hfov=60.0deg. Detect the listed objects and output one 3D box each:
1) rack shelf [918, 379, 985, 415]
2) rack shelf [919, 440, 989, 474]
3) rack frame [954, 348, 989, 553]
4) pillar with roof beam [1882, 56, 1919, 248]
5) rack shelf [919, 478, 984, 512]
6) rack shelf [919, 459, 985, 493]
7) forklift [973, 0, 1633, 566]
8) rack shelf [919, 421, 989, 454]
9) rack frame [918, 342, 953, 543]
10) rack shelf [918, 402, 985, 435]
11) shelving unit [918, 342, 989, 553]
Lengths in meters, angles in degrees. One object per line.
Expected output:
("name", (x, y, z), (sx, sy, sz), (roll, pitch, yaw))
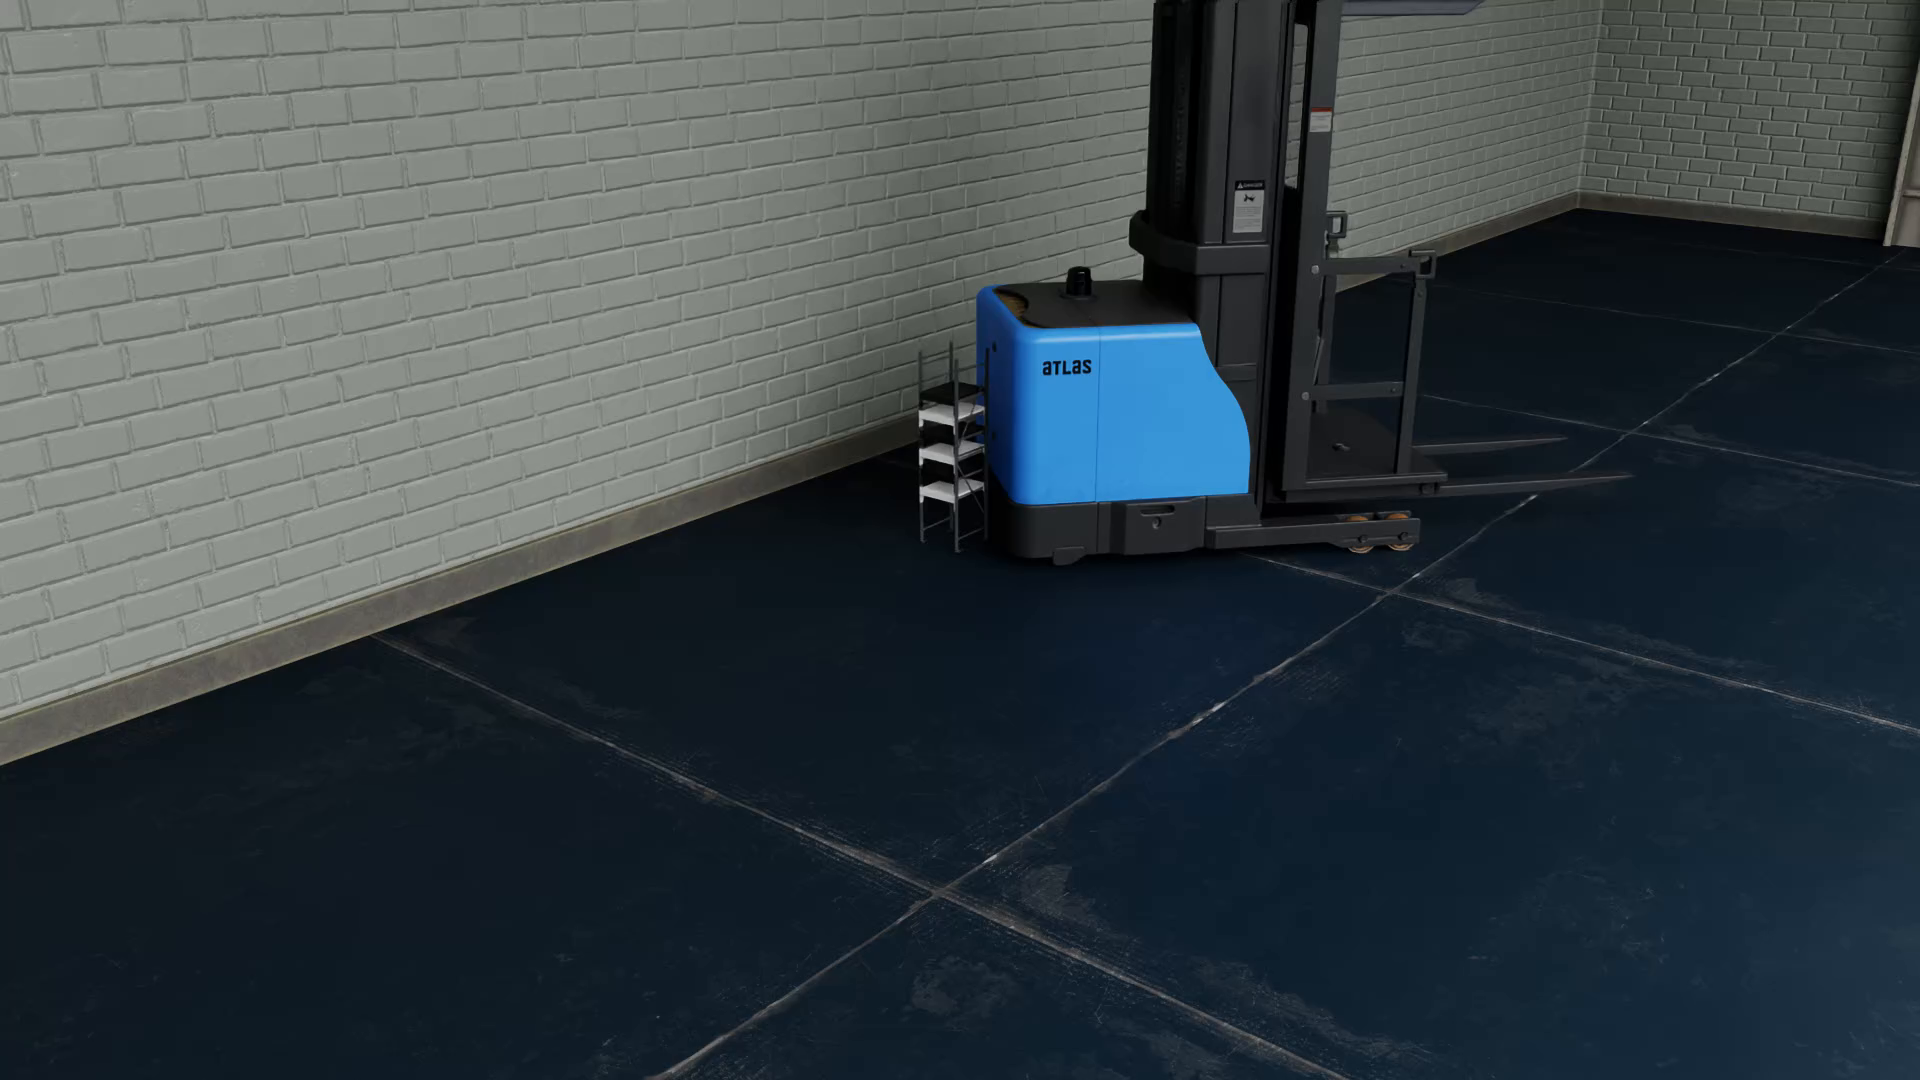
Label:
("rack shelf", (-0.028, -0.638, 7.414), (0.200, 0.077, 0.258), (15, 26, 35))
("rack shelf", (-0.028, -0.385, 7.509), (0.200, 0.077, 0.258), (15, 26, 35))
("rack frame", (0.052, -0.394, 7.439), (0.006, 0.900, 0.240), (15, 26, 35))
("pillar with roof beam", (5.552, -5.594, 9.750), (0.400, 9.000, 9.100), (16, 26, 36))
("rack shelf", (-0.028, -0.217, 7.573), (0.200, 0.077, 0.258), (15, 26, 35))
("rack shelf", (-0.028, -0.301, 7.541), (0.200, 0.077, 0.258), (15, 26, 35))
("forklift", (1.630, -1.491, 7.467), (3.031, 2.935, 1.130), (-3, 21, -9))
("rack shelf", (-0.028, -0.470, 7.477), (0.200, 0.077, 0.258), (15, 26, 35))
("rack frame", (-0.108, -0.439, 7.556), (0.006, 0.900, 0.240), (15, 26, 35))
("rack shelf", (-0.028, -0.554, 7.446), (0.200, 0.077, 0.258), (15, 26, 35))
("shelving unit", (-0.028, -0.417, 7.497), (0.210, 0.900, 0.258), (15, 26, 35))
